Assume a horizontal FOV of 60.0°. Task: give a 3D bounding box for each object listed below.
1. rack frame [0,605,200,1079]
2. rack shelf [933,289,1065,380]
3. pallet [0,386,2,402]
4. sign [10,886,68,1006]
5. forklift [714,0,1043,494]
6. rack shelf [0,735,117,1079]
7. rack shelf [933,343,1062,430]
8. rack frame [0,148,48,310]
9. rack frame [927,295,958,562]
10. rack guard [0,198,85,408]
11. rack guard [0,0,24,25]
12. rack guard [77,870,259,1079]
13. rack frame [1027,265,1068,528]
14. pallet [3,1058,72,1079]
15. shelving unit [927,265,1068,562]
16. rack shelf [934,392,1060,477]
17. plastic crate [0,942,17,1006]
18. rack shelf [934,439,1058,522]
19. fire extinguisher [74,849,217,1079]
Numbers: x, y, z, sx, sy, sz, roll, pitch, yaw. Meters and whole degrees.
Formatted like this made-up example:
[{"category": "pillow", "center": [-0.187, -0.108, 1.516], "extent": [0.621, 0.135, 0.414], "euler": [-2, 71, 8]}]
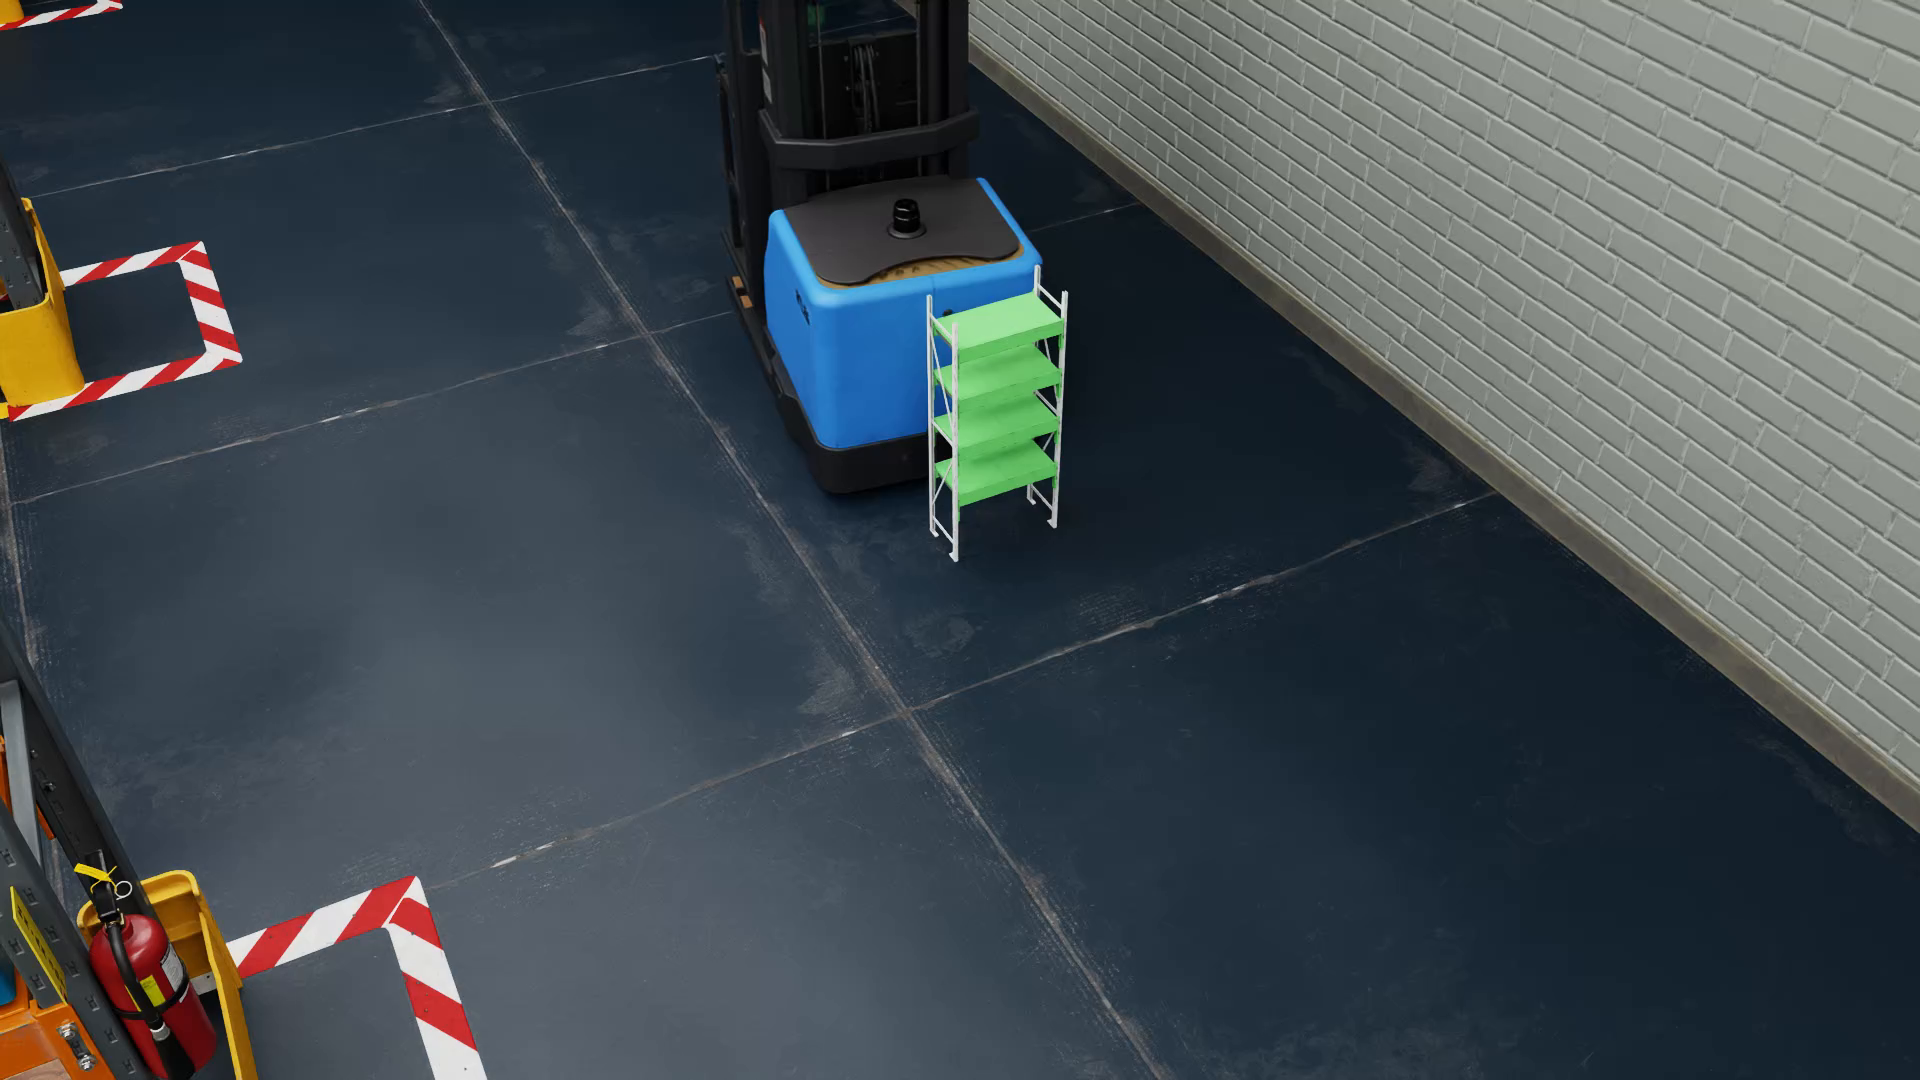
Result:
[{"category": "rack frame", "center": [-2.330, 0.664, 4.144], "extent": [0.127, 3.000, 1.000], "euler": [-19, 44, -21]}, {"category": "rack shelf", "center": [0.147, -0.825, 6.652], "extent": [0.480, 0.148, 0.258], "euler": [-19, 44, -21]}, {"category": "pallet", "center": [-5.388, -0.850, 8.091], "extent": [1.213, 0.211, 1.003], "euler": [-19, 44, -21]}, {"category": "sign", "center": [-2.061, 0.912, 3.725], "extent": [0.005, 0.325, 0.100], "euler": [-19, 44, -21]}, {"category": "forklift", "center": [-0.581, -2.286, 7.682], "extent": [1.130, 2.935, 3.031], "euler": [-12, 42, -14]}, {"category": "rack shelf", "center": [-4.103, 1.535, 3.671], "extent": [4.000, 0.370, 1.077], "euler": [-19, 44, -21]}, {"category": "rack shelf", "center": [0.147, -0.642, 6.807], "extent": [0.480, 0.148, 0.258], "euler": [-19, 44, -21]}, {"category": "rack frame", "center": [-4.614, -2.176, 7.499], "extent": [0.127, 3.000, 1.000], "euler": [-19, 44, -21]}, {"category": "rack frame", "center": [-0.070, -0.435, 6.835], "extent": [0.015, 1.200, 0.240], "euler": [-19, 44, -21]}, {"category": "rack guard", "center": [-4.682, -1.199, 8.279], "extent": [0.348, 0.500, 1.175], "euler": [-19, 44, -21]}, {"category": "rack guard", "center": [-6.885, -4.066, 11.667], "extent": [0.348, 0.500, 1.175], "euler": [-19, 44, -21]}, {"category": "rack guard", "center": [-2.314, 1.603, 4.969], "extent": [0.348, 0.500, 1.175], "euler": [-19, 44, -21]}, {"category": "rack frame", "center": [0.363, -0.580, 7.007], "extent": [0.015, 1.200, 0.240], "euler": [-19, 44, -21]}, {"category": "pallet", "center": [-3.079, 1.952, 4.781], "extent": [1.213, 0.211, 1.003], "euler": [-19, 44, -21]}, {"category": "shelving unit", "center": [0.147, -0.507, 6.921], "extent": [0.503, 1.200, 0.258], "euler": [-19, 44, -21]}, {"category": "rack shelf", "center": [0.147, -0.459, 6.962], "extent": [0.480, 0.148, 0.258], "euler": [-19, 44, -21]}, {"category": "plastic crate", "center": [-2.540, 0.834, 3.869], "extent": [0.499, 0.435, 0.616], "euler": [-19, 44, -21]}, {"category": "rack shelf", "center": [0.147, -0.275, 7.117], "extent": [0.480, 0.148, 0.258], "euler": [-19, 44, -21]}, {"category": "fire extinguisher", "center": [-1.986, 1.051, 4.035], "extent": [0.183, 0.674, 0.296], "euler": [-19, 44, -21]}]
